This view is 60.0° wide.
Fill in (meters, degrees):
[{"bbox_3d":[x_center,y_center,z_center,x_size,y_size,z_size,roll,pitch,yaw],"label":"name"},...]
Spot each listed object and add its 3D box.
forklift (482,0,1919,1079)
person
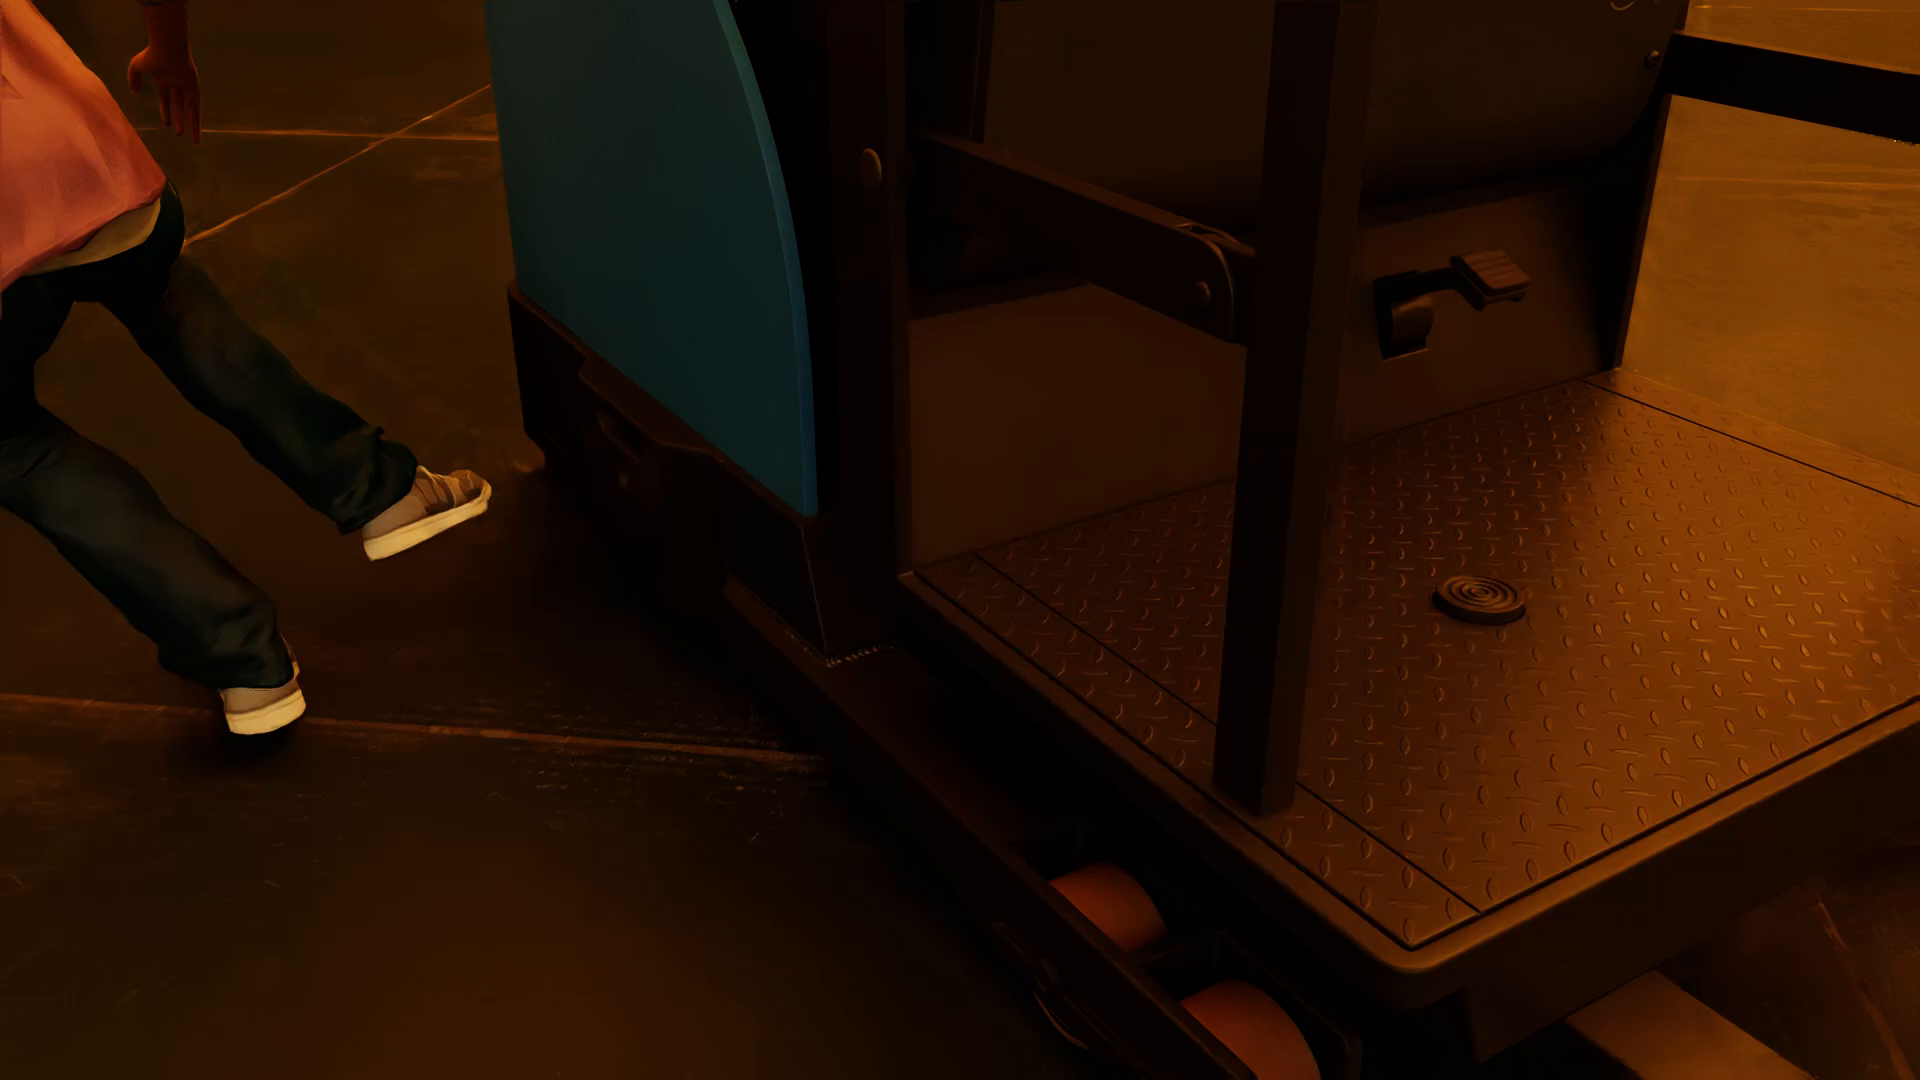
[{"bbox_3d":[0.502,-1.007,1.236,1.130,2.935,3.031,-16,31,-29],"label":"forklift"},{"bbox_3d":[-1.087,-0.421,1.838,0.849,1.366,1.026,19,32,32],"label":"person"}]
